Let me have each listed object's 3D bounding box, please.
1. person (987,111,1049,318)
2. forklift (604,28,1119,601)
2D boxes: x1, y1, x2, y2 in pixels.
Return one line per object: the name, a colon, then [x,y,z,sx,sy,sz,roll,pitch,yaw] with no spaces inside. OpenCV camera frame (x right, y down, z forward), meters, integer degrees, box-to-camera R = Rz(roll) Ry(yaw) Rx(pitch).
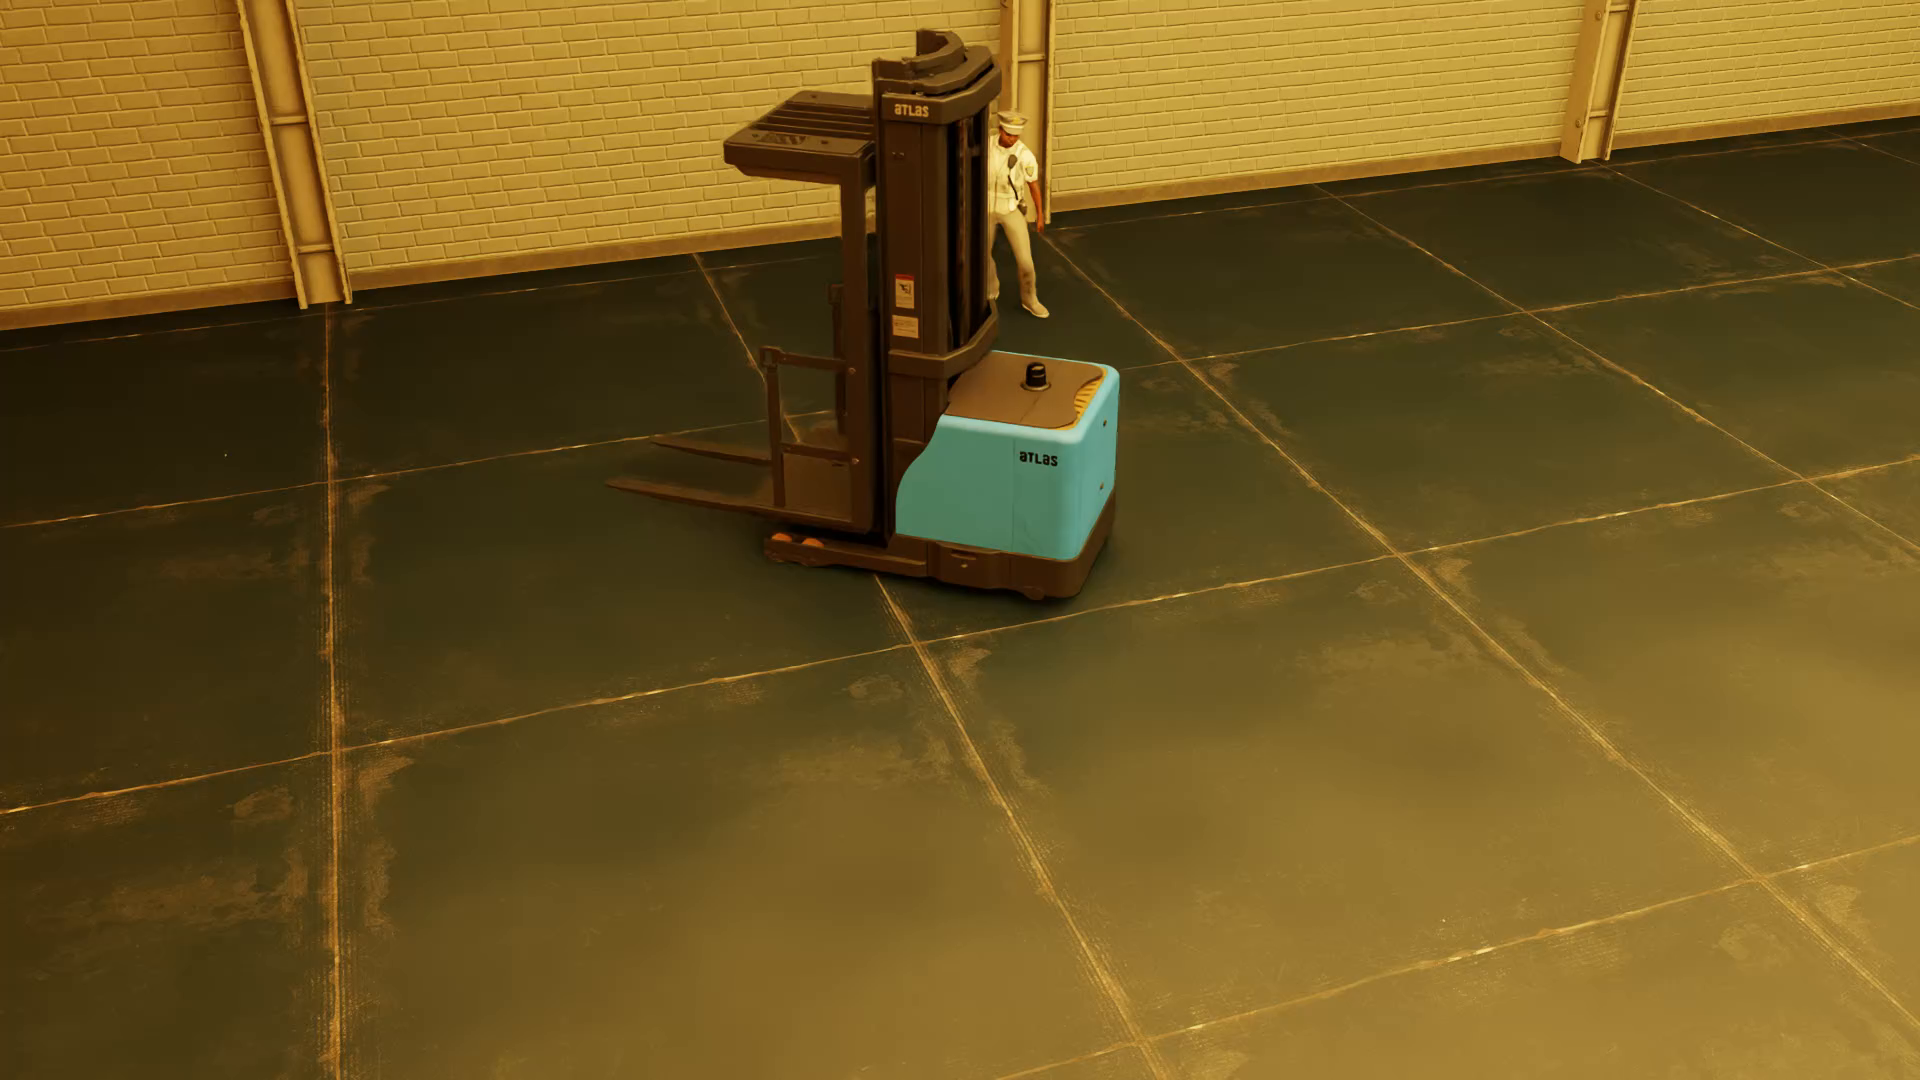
person: [0.342,-2.531,12.863,0.813,1.641,0.444,12,32,19]
forklift: [-0.640,-1.350,9.433,3.031,2.935,1.130,9,31,15]
